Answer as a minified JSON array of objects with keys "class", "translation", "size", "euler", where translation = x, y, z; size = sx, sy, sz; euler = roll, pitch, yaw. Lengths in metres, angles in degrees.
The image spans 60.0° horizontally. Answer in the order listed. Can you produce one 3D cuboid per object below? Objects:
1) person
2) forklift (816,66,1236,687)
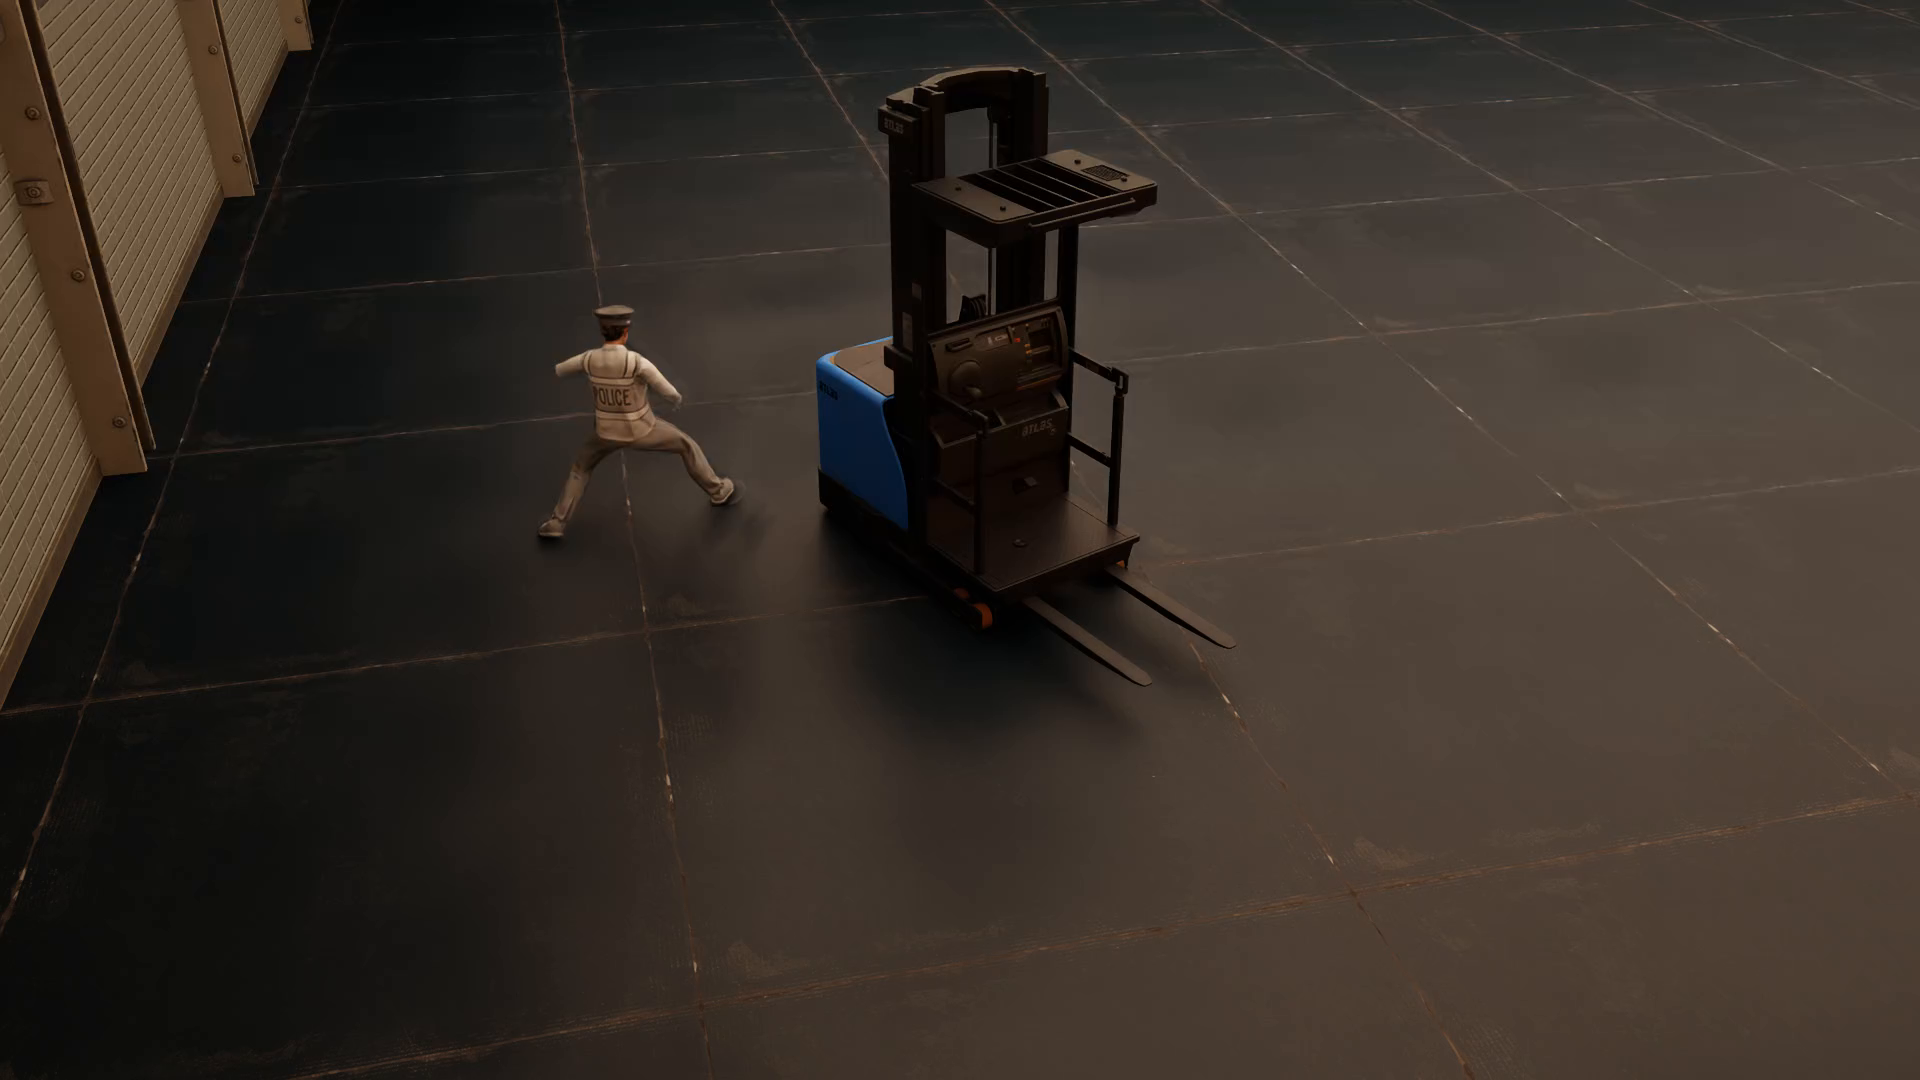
[{"class":"person","translation":[-2.094,-0.792,10.414],"size":[1.066,1.496,0.956],"euler":[5,31,9]},{"class":"forklift","translation":[0.355,-1.021,9.338],"size":[1.130,2.935,3.031],"euler":[-20,35,-30]}]
